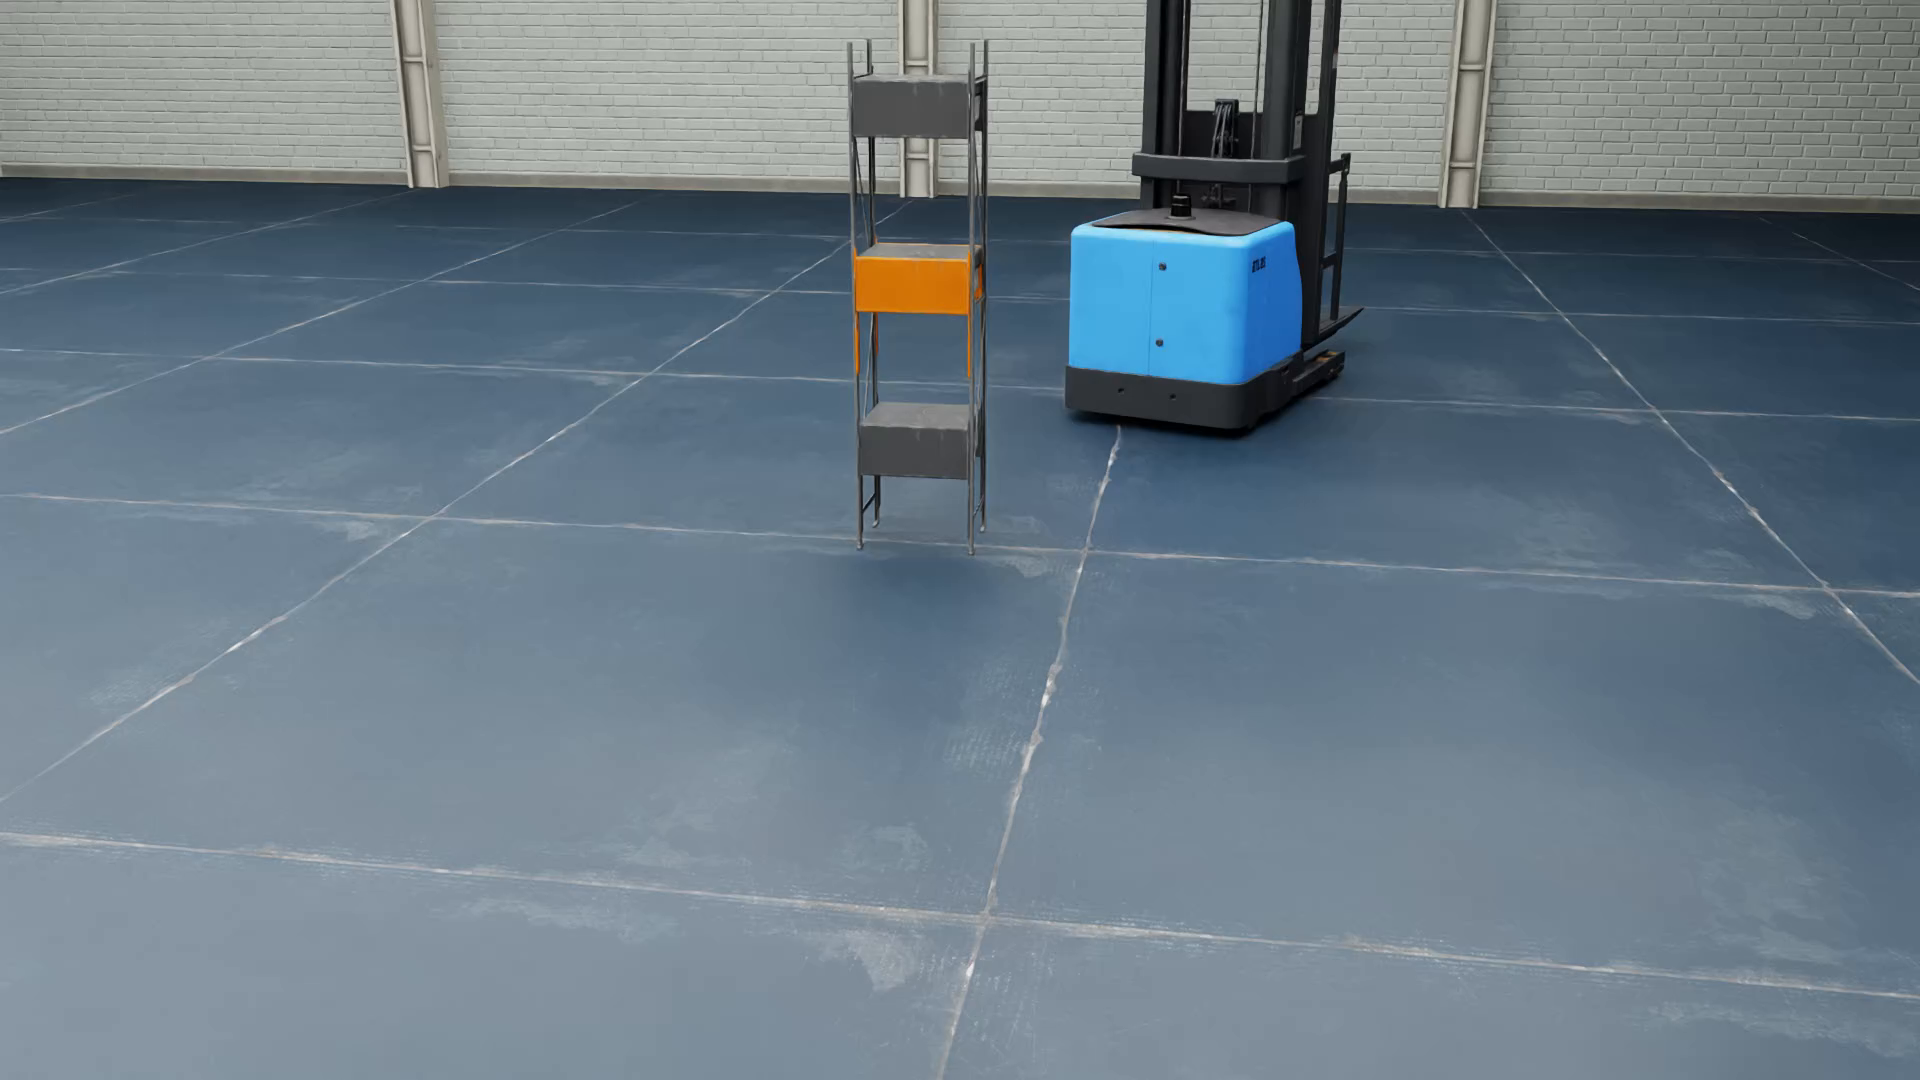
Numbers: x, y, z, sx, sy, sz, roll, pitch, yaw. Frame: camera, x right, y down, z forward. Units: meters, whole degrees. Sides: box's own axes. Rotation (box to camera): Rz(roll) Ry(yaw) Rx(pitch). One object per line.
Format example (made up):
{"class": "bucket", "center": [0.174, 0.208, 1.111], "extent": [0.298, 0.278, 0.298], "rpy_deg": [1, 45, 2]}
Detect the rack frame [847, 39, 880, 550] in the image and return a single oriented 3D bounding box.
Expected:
{"class": "rack frame", "center": [-0.404, -1.016, 7.032], "extent": [0.015, 2.100, 0.400], "rpy_deg": [3, 19, 9]}

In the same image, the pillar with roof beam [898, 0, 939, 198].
{"class": "pillar with roof beam", "center": [-1.152, -6.881, 13.685], "extent": [0.400, 9.000, 9.100], "rpy_deg": [3, 19, 9]}

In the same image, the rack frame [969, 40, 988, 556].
{"class": "rack frame", "center": [0.077, -0.992, 6.958], "extent": [0.015, 2.100, 0.400], "rpy_deg": [3, 19, 9]}

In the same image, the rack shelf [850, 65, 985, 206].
{"class": "rack shelf", "center": [-0.163, -1.655, 6.777], "extent": [0.480, 0.518, 0.431], "rpy_deg": [3, 19, 9]}

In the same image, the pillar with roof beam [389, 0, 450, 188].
{"class": "pillar with roof beam", "center": [-7.076, -7.183, 14.587], "extent": [0.400, 9.000, 9.100], "rpy_deg": [3, 19, 9]}

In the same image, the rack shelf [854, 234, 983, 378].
{"class": "rack shelf", "center": [-0.163, -0.991, 6.999], "extent": [0.480, 0.518, 0.431], "rpy_deg": [3, 19, 9]}

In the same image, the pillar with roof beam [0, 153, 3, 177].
{"class": "pillar with roof beam", "center": [-13.000, -7.485, 15.490], "extent": [0.400, 9.000, 9.100], "rpy_deg": [3, 19, 9]}

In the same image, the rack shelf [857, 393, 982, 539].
{"class": "rack shelf", "center": [-0.163, -0.327, 7.221], "extent": [0.480, 0.518, 0.431], "rpy_deg": [3, 19, 9]}

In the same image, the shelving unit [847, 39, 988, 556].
{"class": "shelving unit", "center": [-0.163, -1.004, 6.995], "extent": [0.503, 2.100, 0.431], "rpy_deg": [3, 19, 9]}

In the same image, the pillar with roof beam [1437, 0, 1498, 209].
{"class": "pillar with roof beam", "center": [4.773, -6.579, 12.782], "extent": [0.400, 9.000, 9.100], "rpy_deg": [3, 19, 9]}

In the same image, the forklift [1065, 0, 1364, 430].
{"class": "forklift", "center": [1.736, -2.402, 9.862], "extent": [1.130, 2.935, 3.031], "rpy_deg": [10, 21, 27]}
